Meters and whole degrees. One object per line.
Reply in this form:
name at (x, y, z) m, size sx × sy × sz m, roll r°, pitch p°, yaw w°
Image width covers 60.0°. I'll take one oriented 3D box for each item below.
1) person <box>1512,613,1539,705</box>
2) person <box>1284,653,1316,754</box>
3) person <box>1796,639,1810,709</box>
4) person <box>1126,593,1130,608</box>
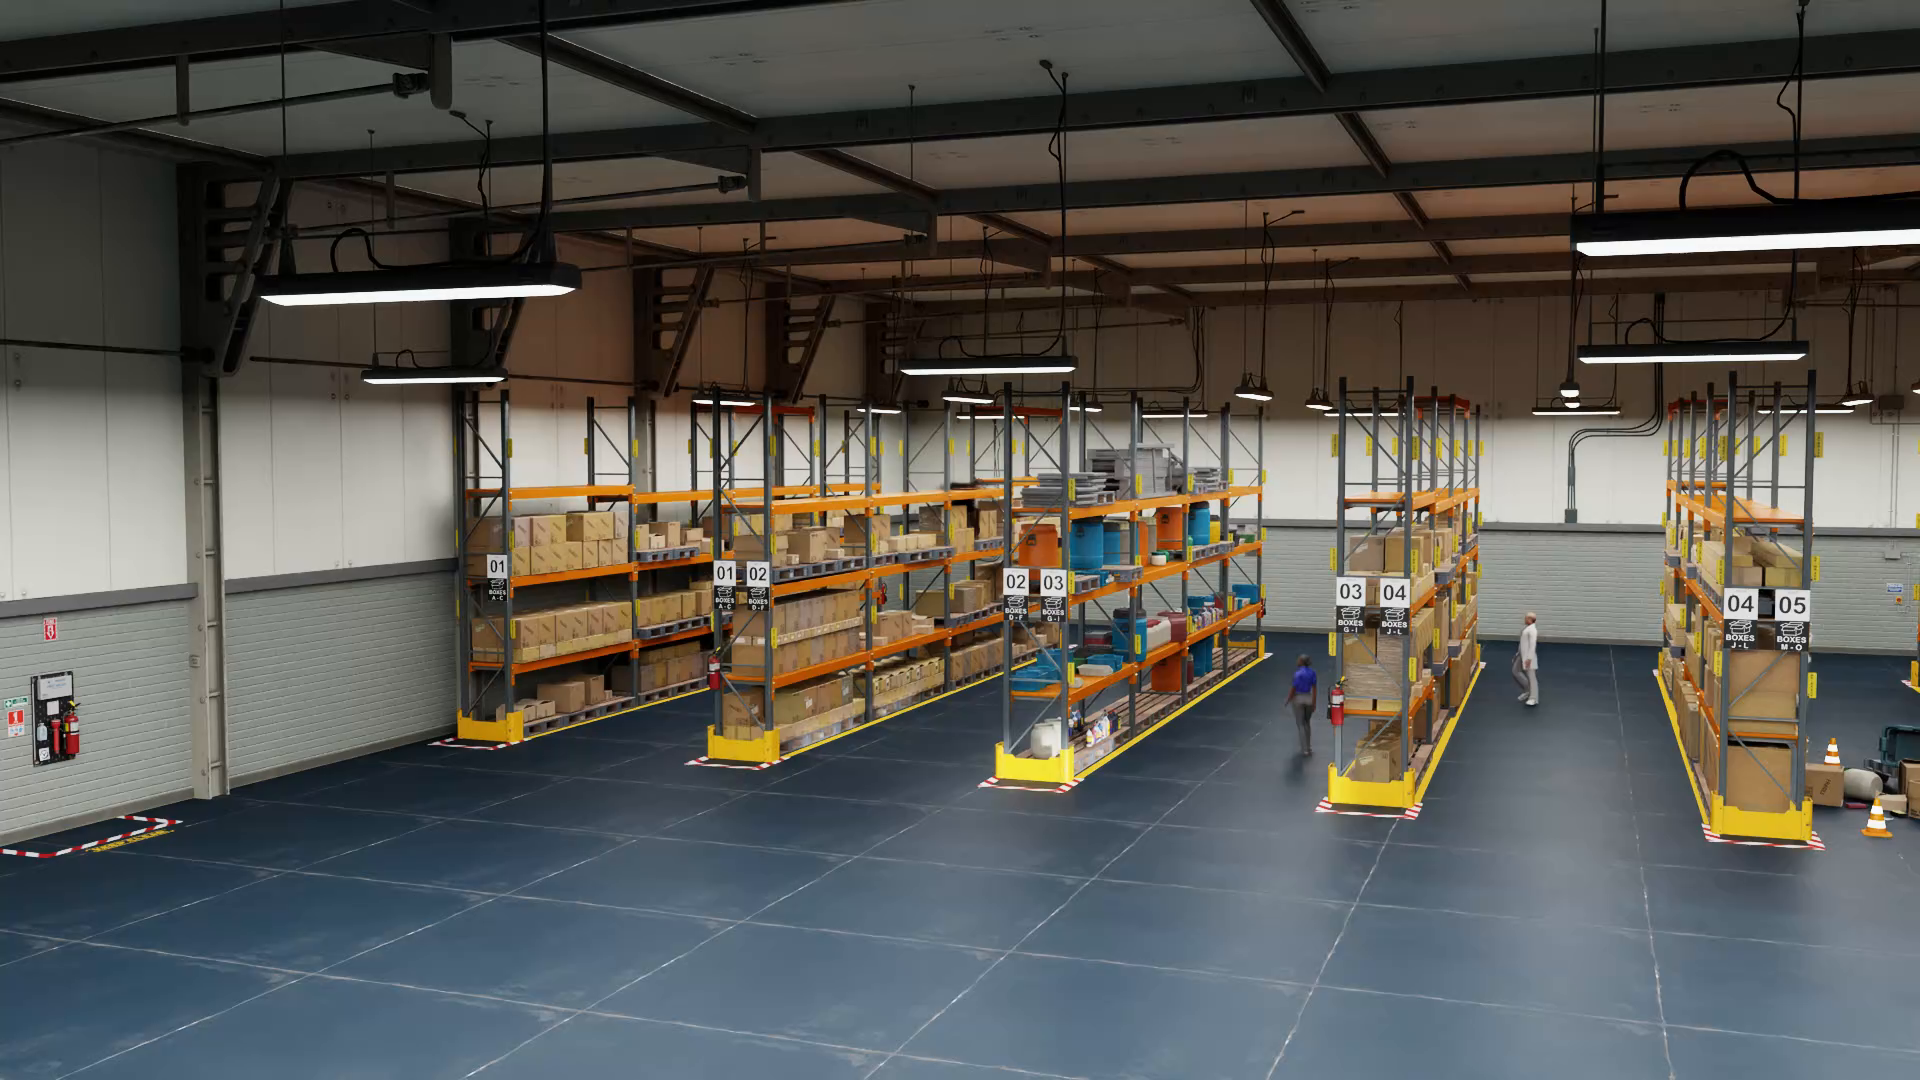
person at (11.135, 2.309, 32.609) m, size 0.469 × 1.773 × 0.709 m, roll 0°, pitch 3°, yaw -6°
person at (5.590, 2.704, 27.215) m, size 0.499 × 1.718 × 0.599 m, roll -1°, pitch 3°, yaw -16°
person at (16.124, 2.362, 32.018) m, size 0.639 × 1.814 × 0.445 m, roll -2°, pitch 4°, yaw -36°
person at (3.750, 1.986, 36.623) m, size 0.456 × 1.793 × 0.597 m, roll 2°, pitch 4°, yaw 27°
